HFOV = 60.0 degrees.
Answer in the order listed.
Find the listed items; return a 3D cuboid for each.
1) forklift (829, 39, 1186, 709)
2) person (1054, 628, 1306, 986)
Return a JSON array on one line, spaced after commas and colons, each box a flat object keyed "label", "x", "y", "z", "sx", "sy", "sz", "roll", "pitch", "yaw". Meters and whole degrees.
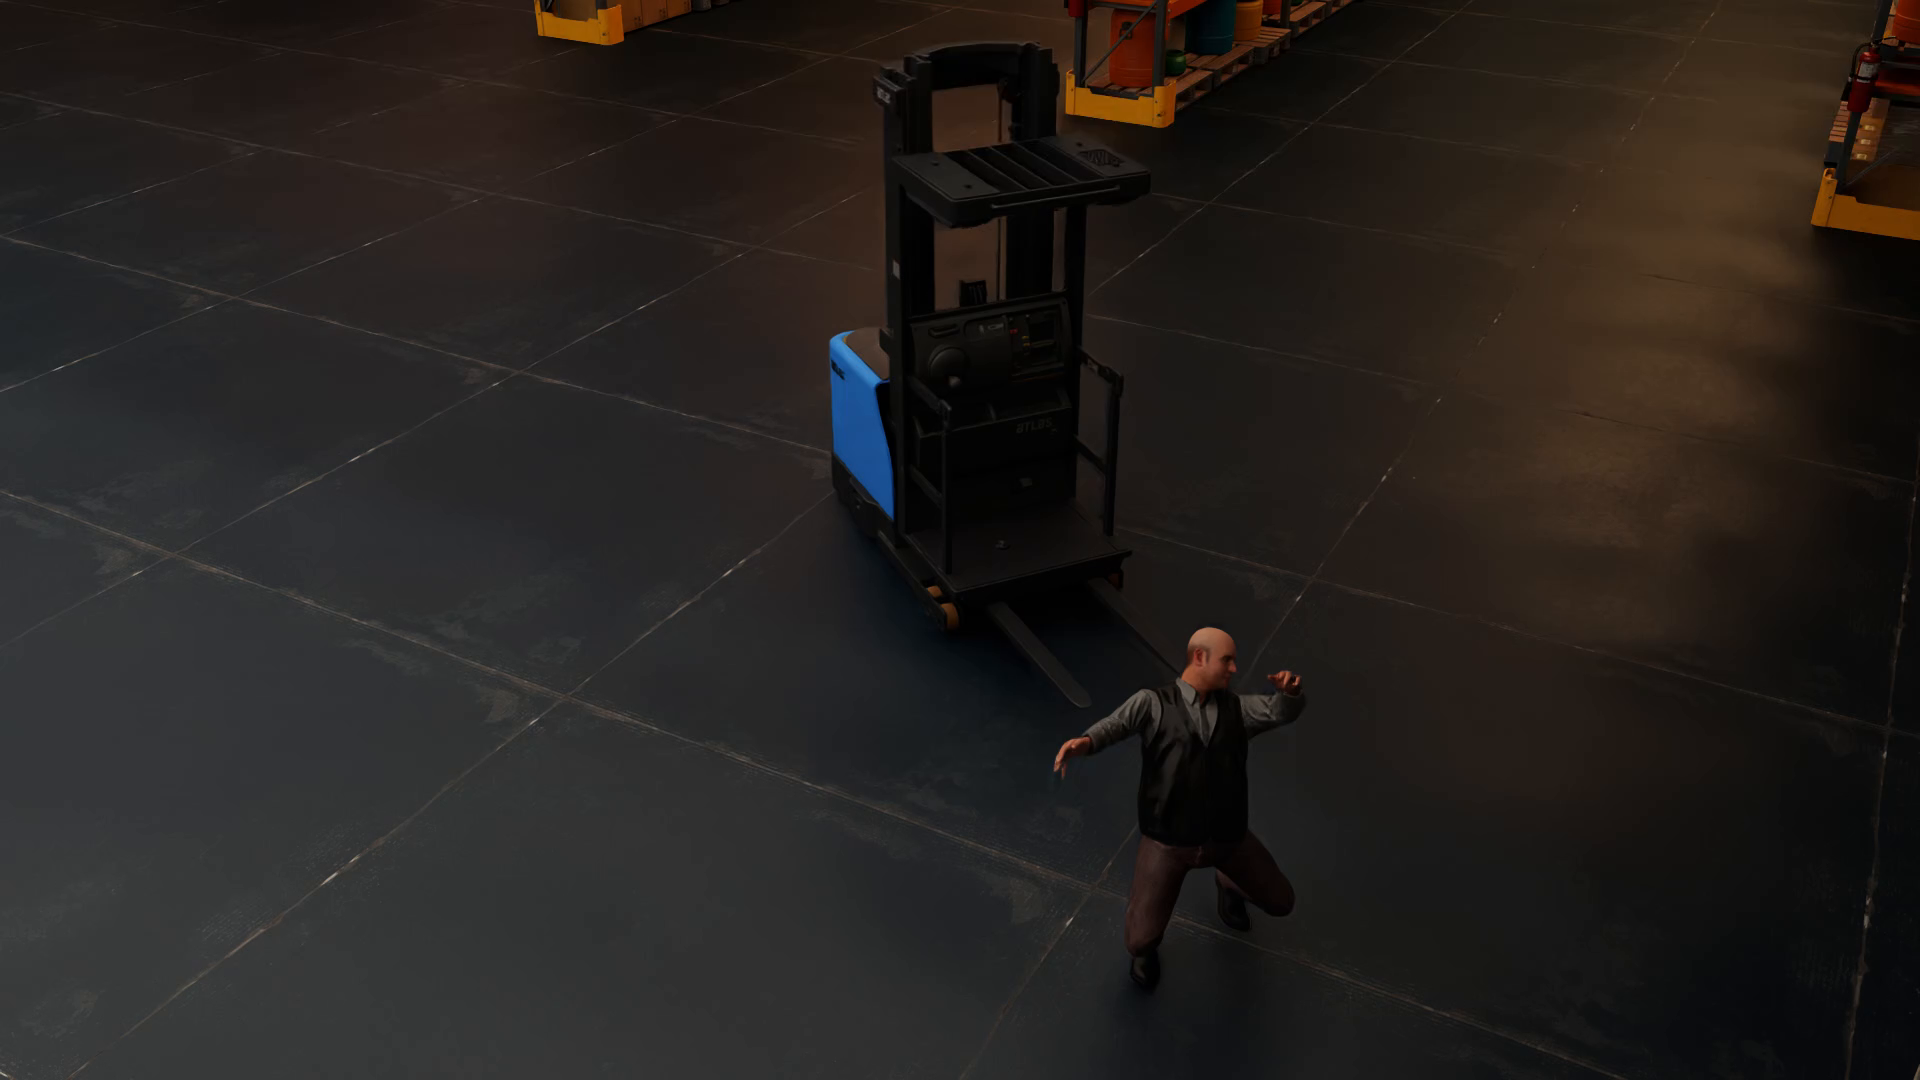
[{"label": "forklift", "x": 0.268, "y": -1.009, "z": 8.819, "sx": 1.130, "sy": 2.935, "sz": 3.031, "roll": -13, "pitch": 32, "yaw": -21}, {"label": "person", "x": 0.783, "y": 1.072, "z": 6.551, "sx": 1.039, "sy": 1.571, "sz": 0.664, "roll": -9, "pitch": 31, "yaw": -15}]
